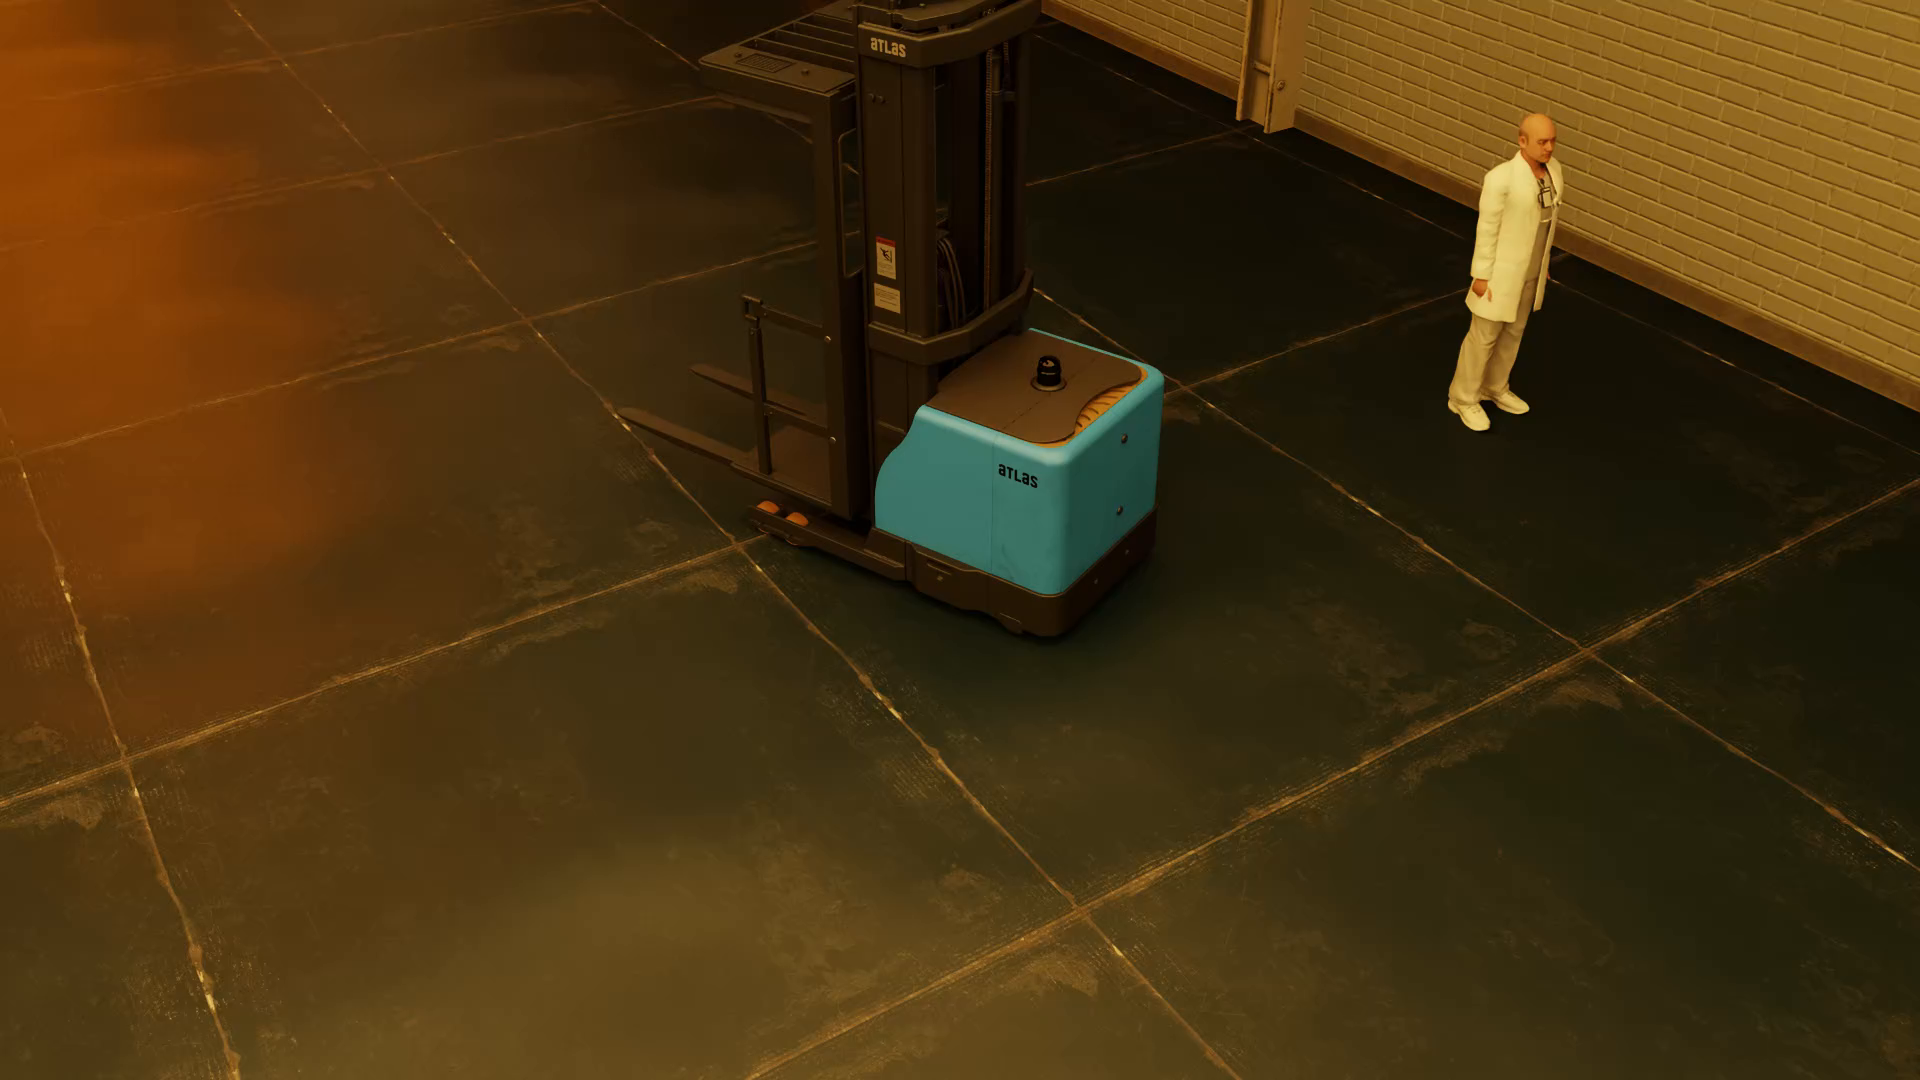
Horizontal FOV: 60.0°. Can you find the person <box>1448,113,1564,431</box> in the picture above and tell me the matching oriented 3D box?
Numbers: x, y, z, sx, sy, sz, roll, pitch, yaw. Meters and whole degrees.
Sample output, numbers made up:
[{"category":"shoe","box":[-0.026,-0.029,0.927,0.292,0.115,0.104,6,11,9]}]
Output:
[{"category":"person","box":[3.101,-1.495,9.275,0.554,1.783,0.382,-21,40,-27]}]

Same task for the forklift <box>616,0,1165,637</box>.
[{"category":"forklift","box":[-0.500,-1.399,8.138,3.031,2.935,1.130,22,41,28]}]
